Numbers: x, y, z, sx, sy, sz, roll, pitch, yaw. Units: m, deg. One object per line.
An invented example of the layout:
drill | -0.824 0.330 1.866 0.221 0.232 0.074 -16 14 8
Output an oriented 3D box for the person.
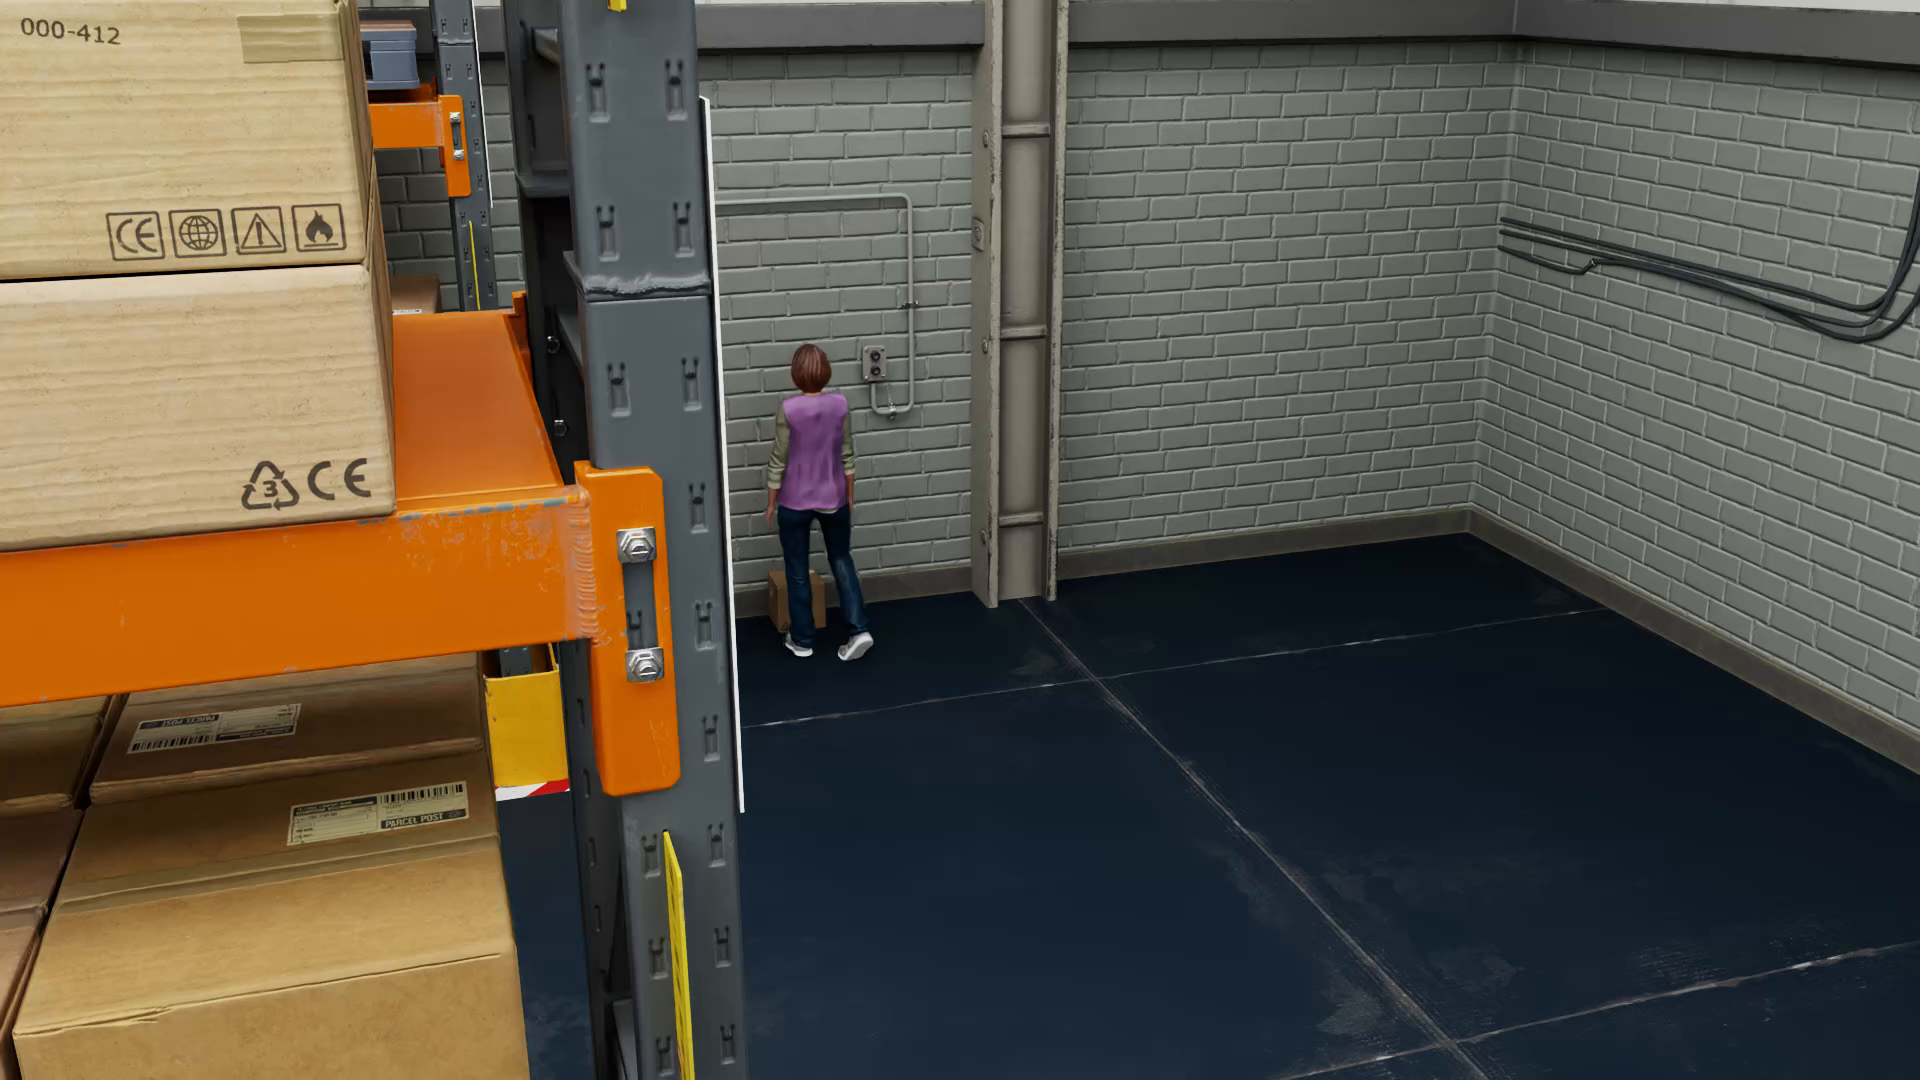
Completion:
person | -0.708 -0.175 8.077 0.470 1.612 0.446 -6 20 -17
